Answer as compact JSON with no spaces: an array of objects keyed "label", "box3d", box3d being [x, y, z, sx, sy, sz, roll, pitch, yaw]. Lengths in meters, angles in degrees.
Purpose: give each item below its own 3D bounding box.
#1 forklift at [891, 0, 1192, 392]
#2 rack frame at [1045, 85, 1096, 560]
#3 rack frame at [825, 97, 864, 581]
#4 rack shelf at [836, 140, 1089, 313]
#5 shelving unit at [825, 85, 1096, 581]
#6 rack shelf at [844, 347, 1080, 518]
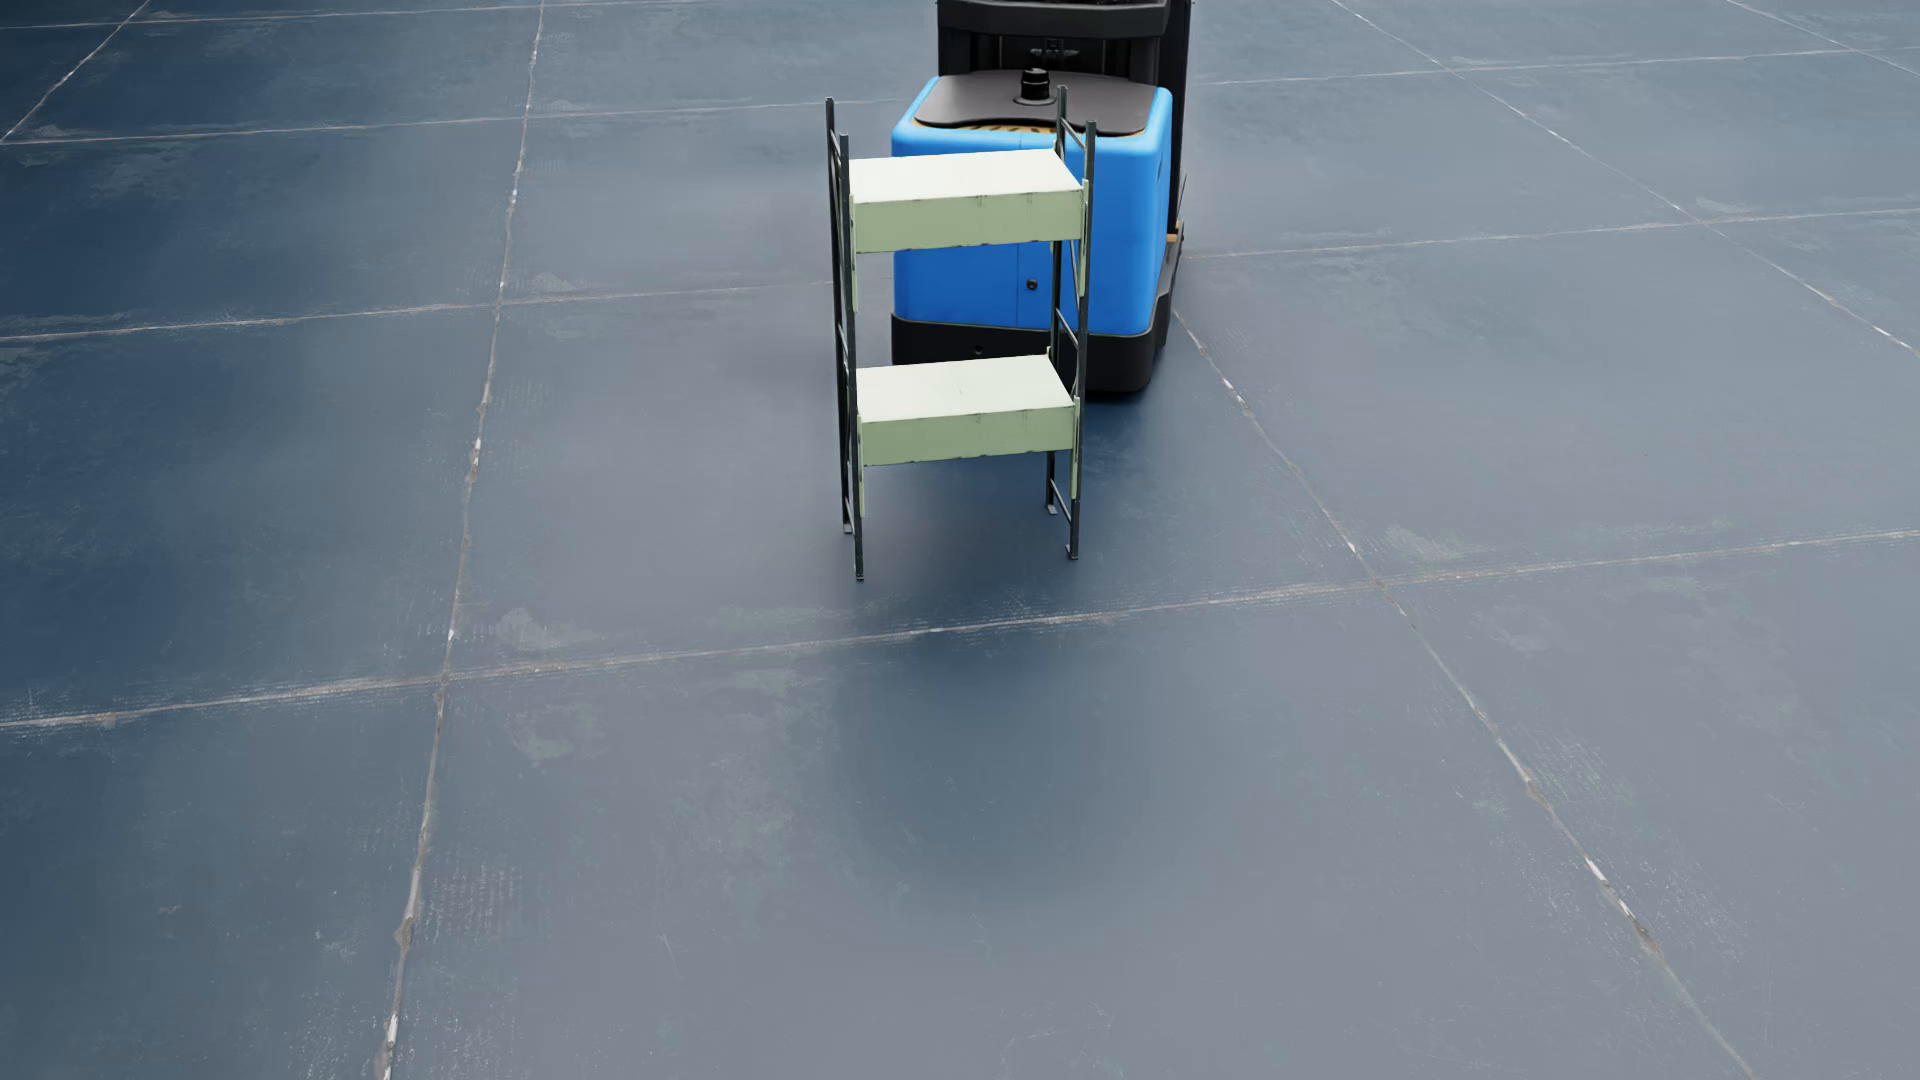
[{"label":"forklift","box3d":[0.490,-2.582,7.250,1.130,2.935,3.031,5,31,9]},{"label":"rack frame","box3d":[0.353,-0.679,5.426,0.023,1.500,0.400,-5,31,-9]},{"label":"rack frame","box3d":[-0.367,-0.612,5.312,0.023,1.500,0.400,-5,31,-9]},{"label":"rack shelf","box3d":[-0.007,-0.982,5.171,0.720,0.370,0.431,-5,31,-9]},{"label":"shelving unit","box3d":[-0.007,-0.646,5.369,0.755,1.500,0.431,-5,31,-9]},{"label":"rack shelf","box3d":[-0.007,-0.365,5.534,0.720,0.370,0.431,-5,31,-9]}]
